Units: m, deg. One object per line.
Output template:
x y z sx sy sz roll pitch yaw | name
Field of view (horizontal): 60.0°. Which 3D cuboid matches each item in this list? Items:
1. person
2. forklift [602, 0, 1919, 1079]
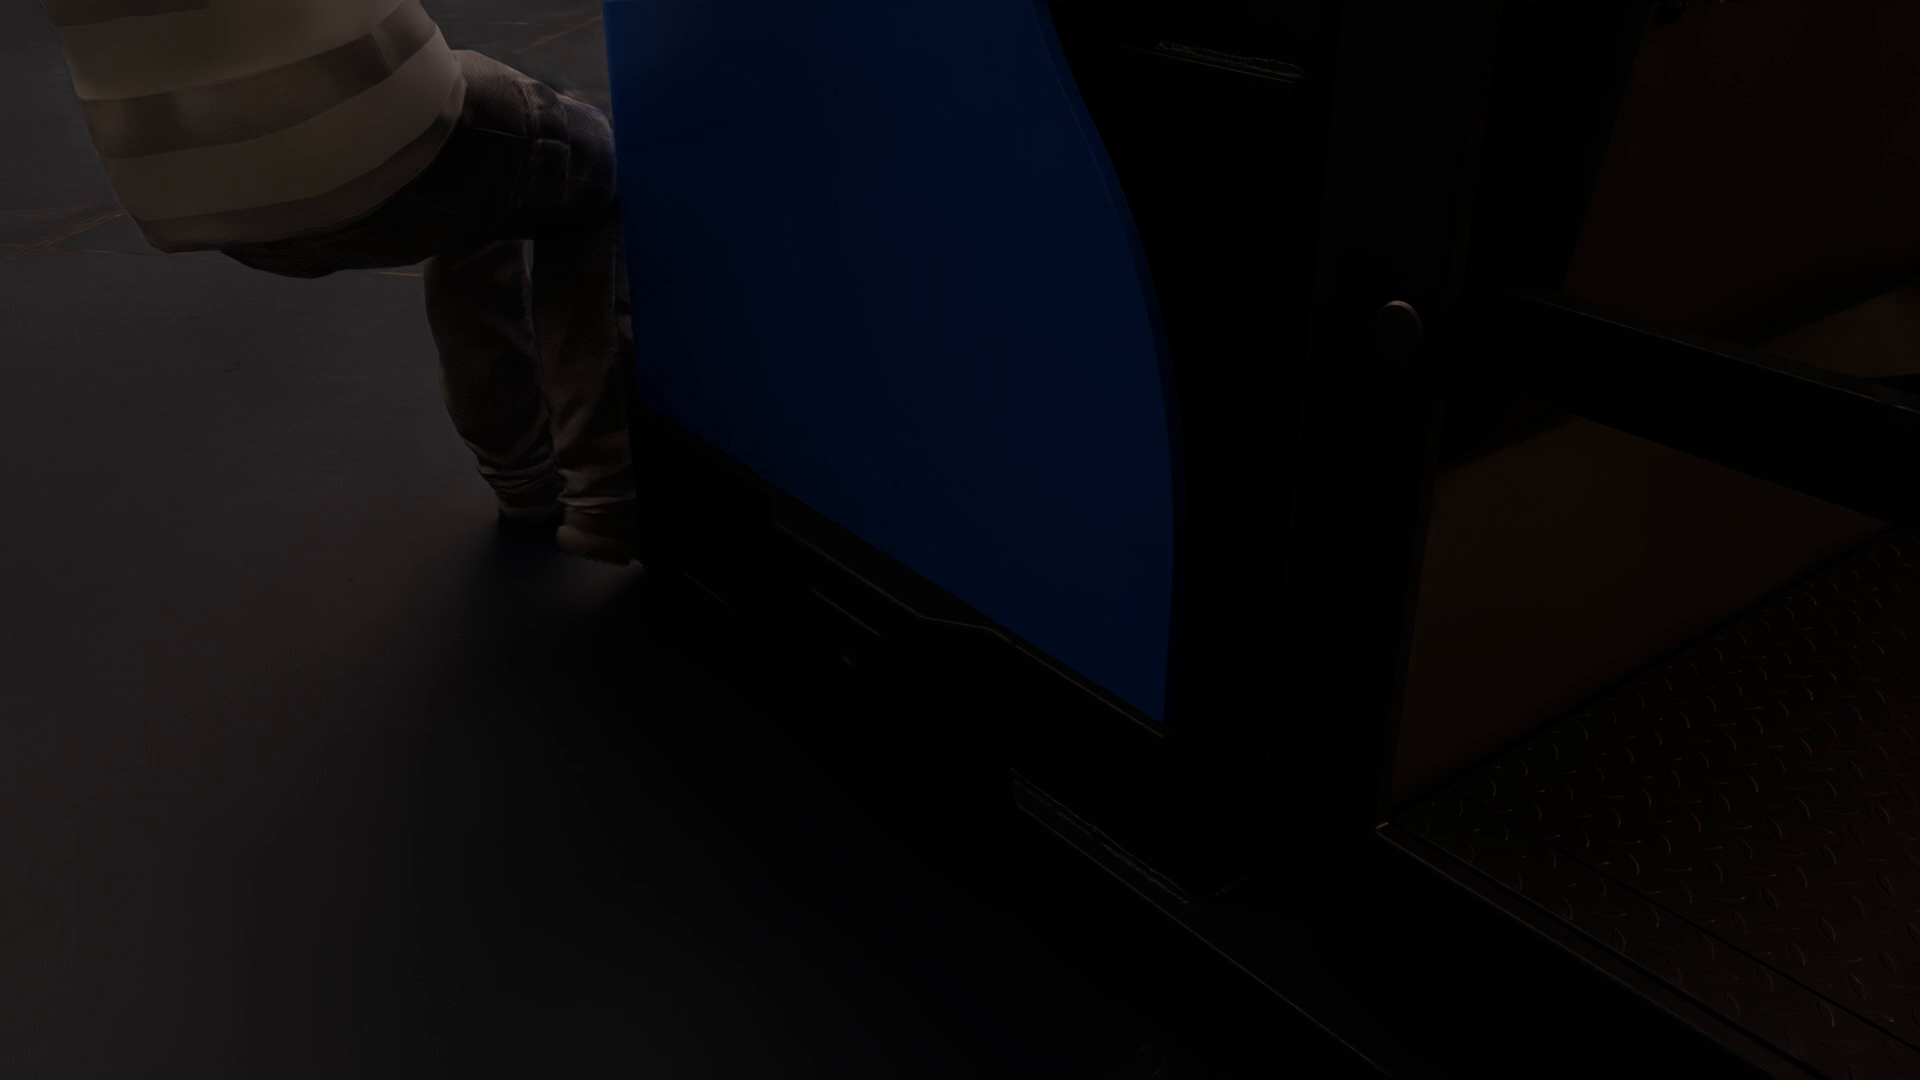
-0.689 -0.634 2.071 0.922 1.540 0.885 8 28 15 | person
0.863 -0.846 0.923 1.130 2.935 3.031 -19 33 -33 | forklift
